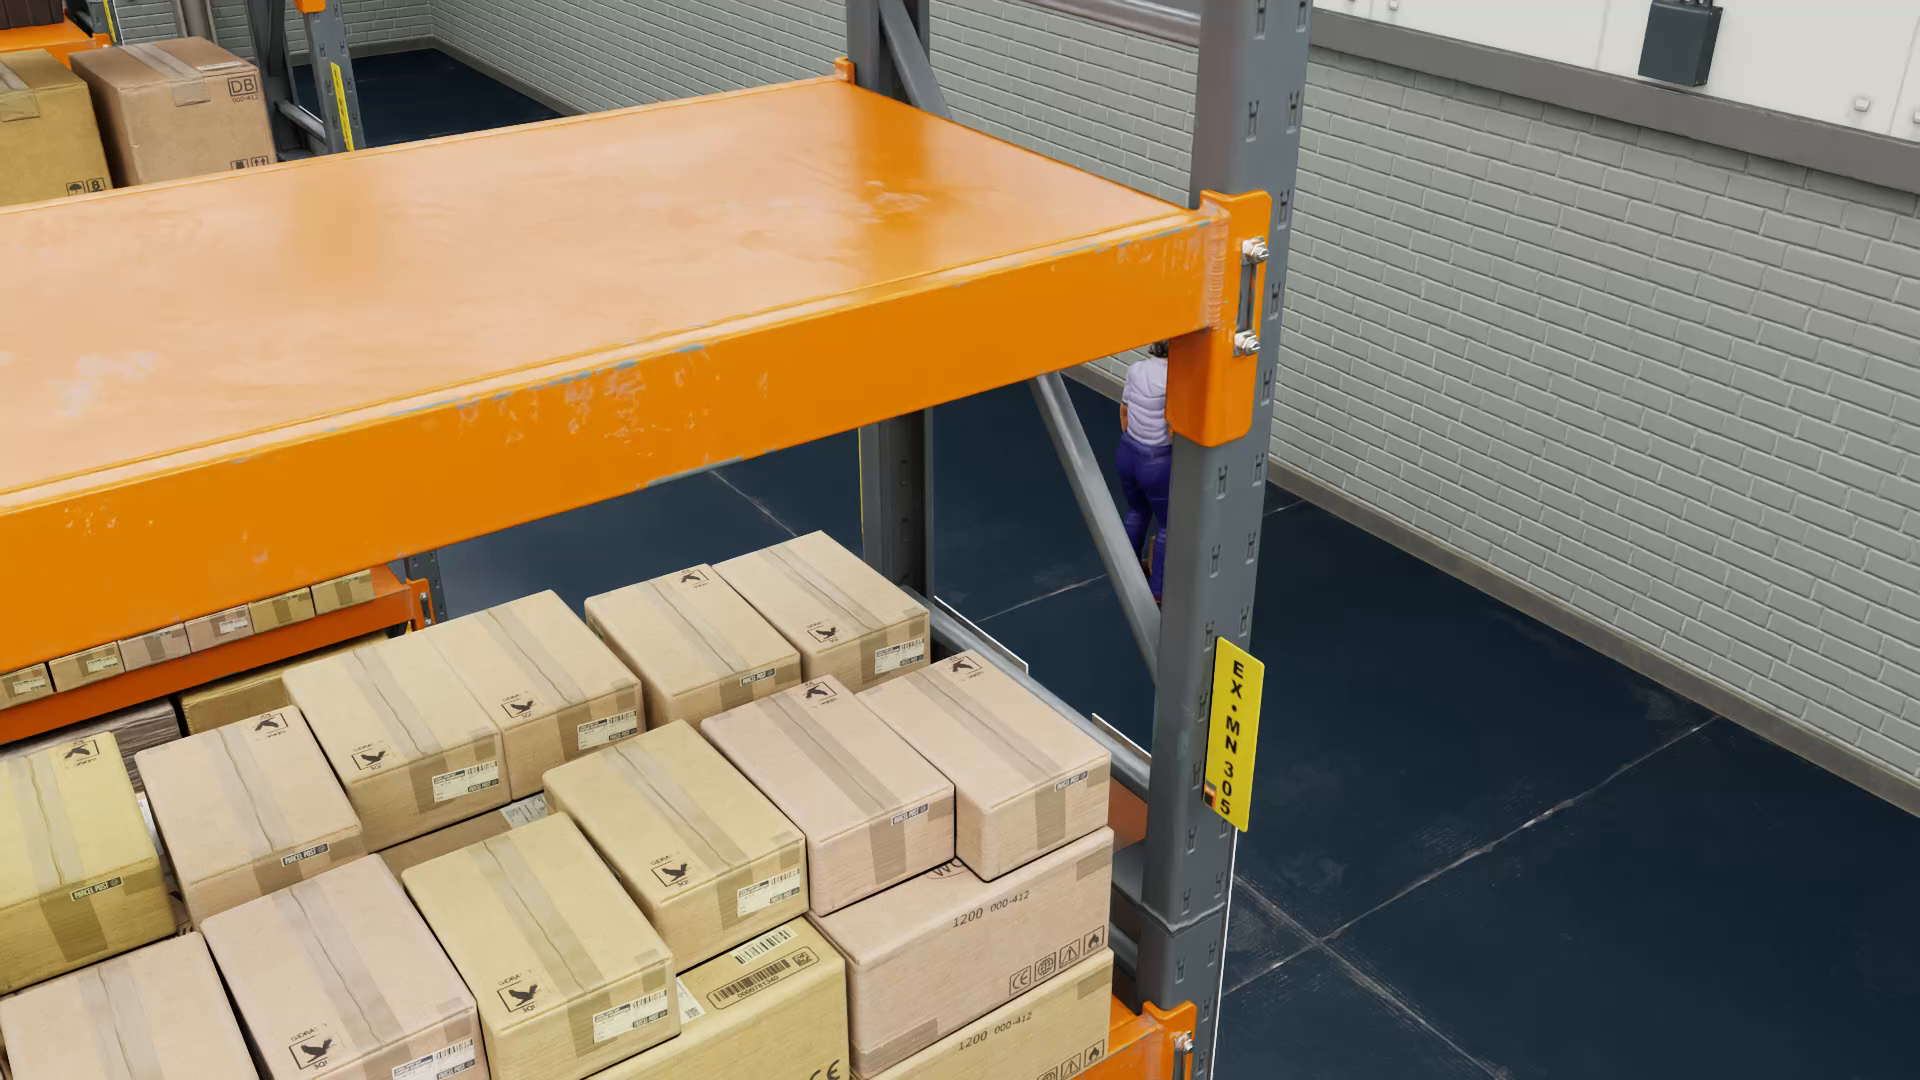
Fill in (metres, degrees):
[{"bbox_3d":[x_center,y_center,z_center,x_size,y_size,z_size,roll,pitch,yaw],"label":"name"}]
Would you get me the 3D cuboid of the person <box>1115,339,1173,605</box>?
[{"bbox_3d":[1.128,-0.446,9.489,0.336,1.652,0.538,-19,34,-30],"label":"person"}]
